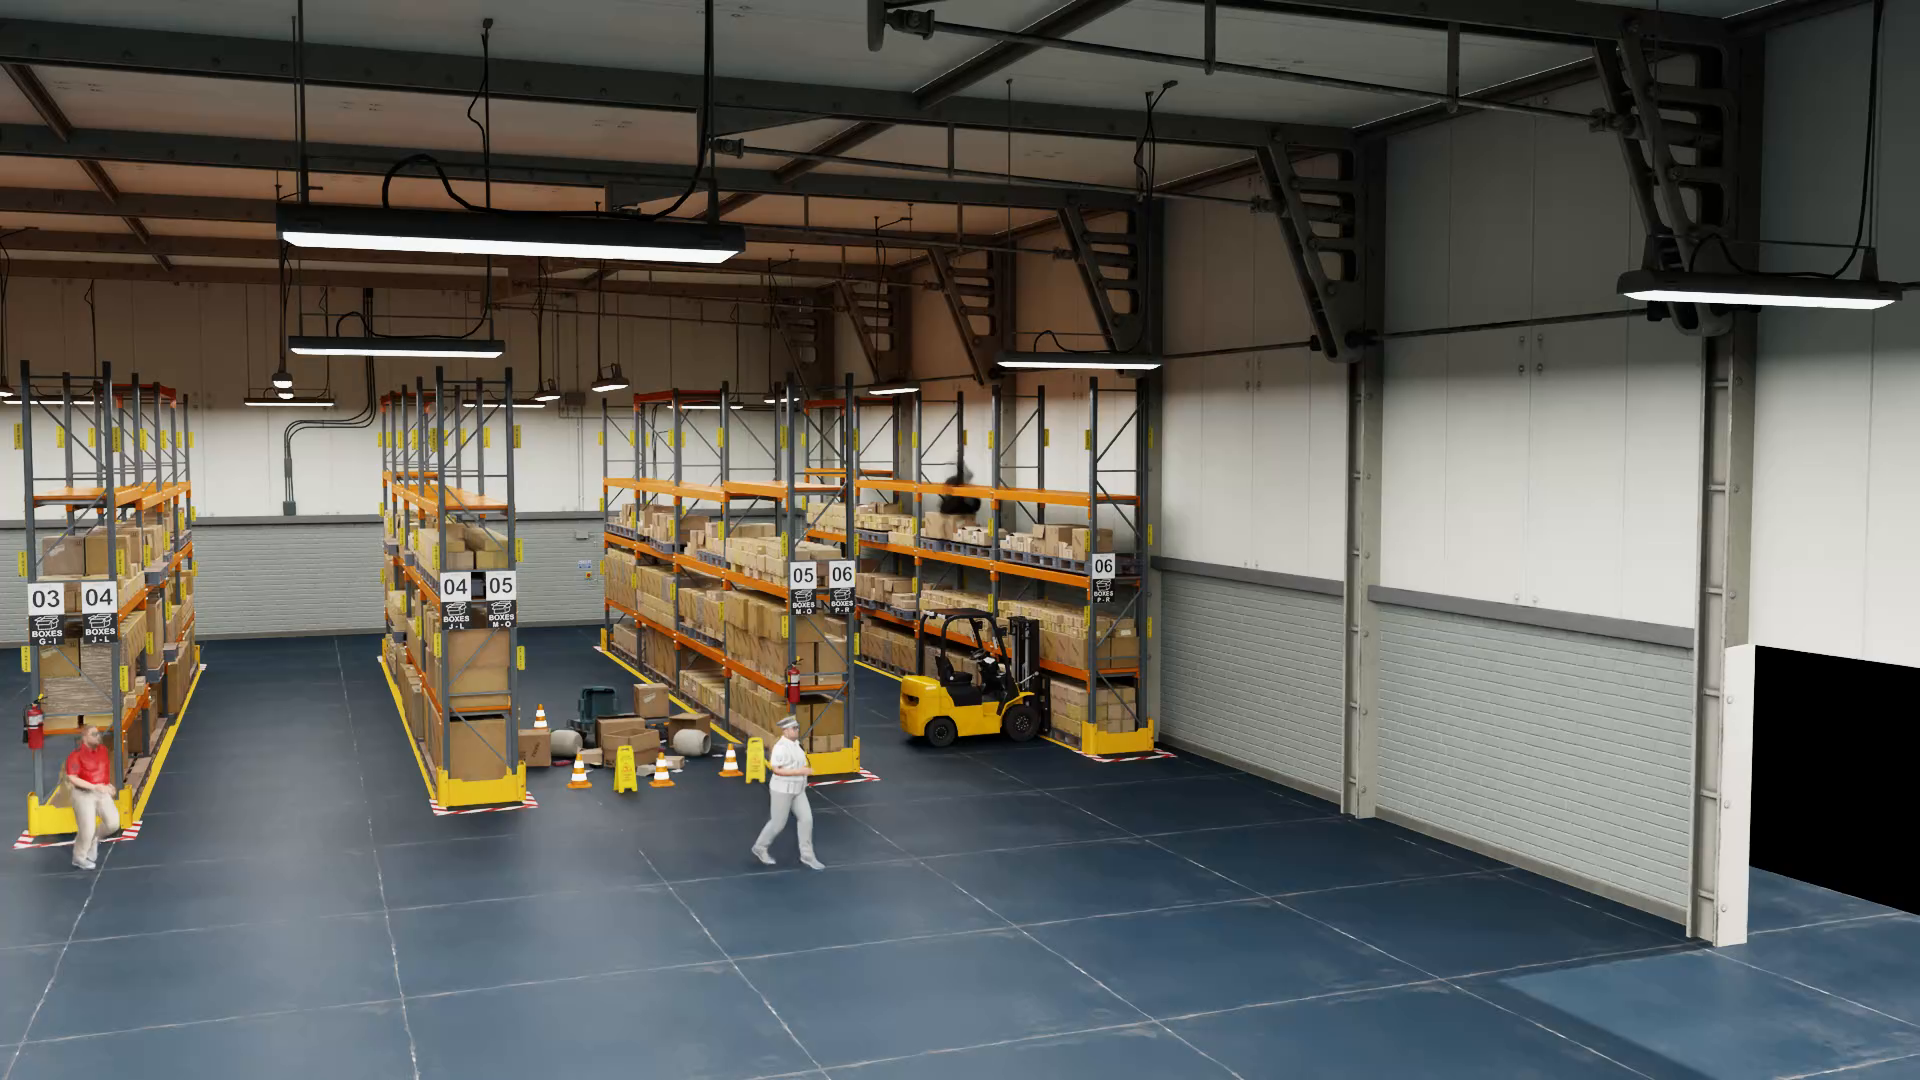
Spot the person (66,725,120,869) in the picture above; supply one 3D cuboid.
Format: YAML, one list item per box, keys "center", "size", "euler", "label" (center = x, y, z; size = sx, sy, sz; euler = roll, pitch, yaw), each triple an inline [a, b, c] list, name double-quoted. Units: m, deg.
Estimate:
- center: [-10.089, 2.993, 19.405]
  size: [0.661, 1.680, 0.647]
  euler: [1, 4, 20]
  label: "person"

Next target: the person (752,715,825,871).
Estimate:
- center: [-2.015, 2.940, 19.407]
  size: [0.882, 1.819, 0.459]
  euler: [2, 4, 25]
  label: "person"
